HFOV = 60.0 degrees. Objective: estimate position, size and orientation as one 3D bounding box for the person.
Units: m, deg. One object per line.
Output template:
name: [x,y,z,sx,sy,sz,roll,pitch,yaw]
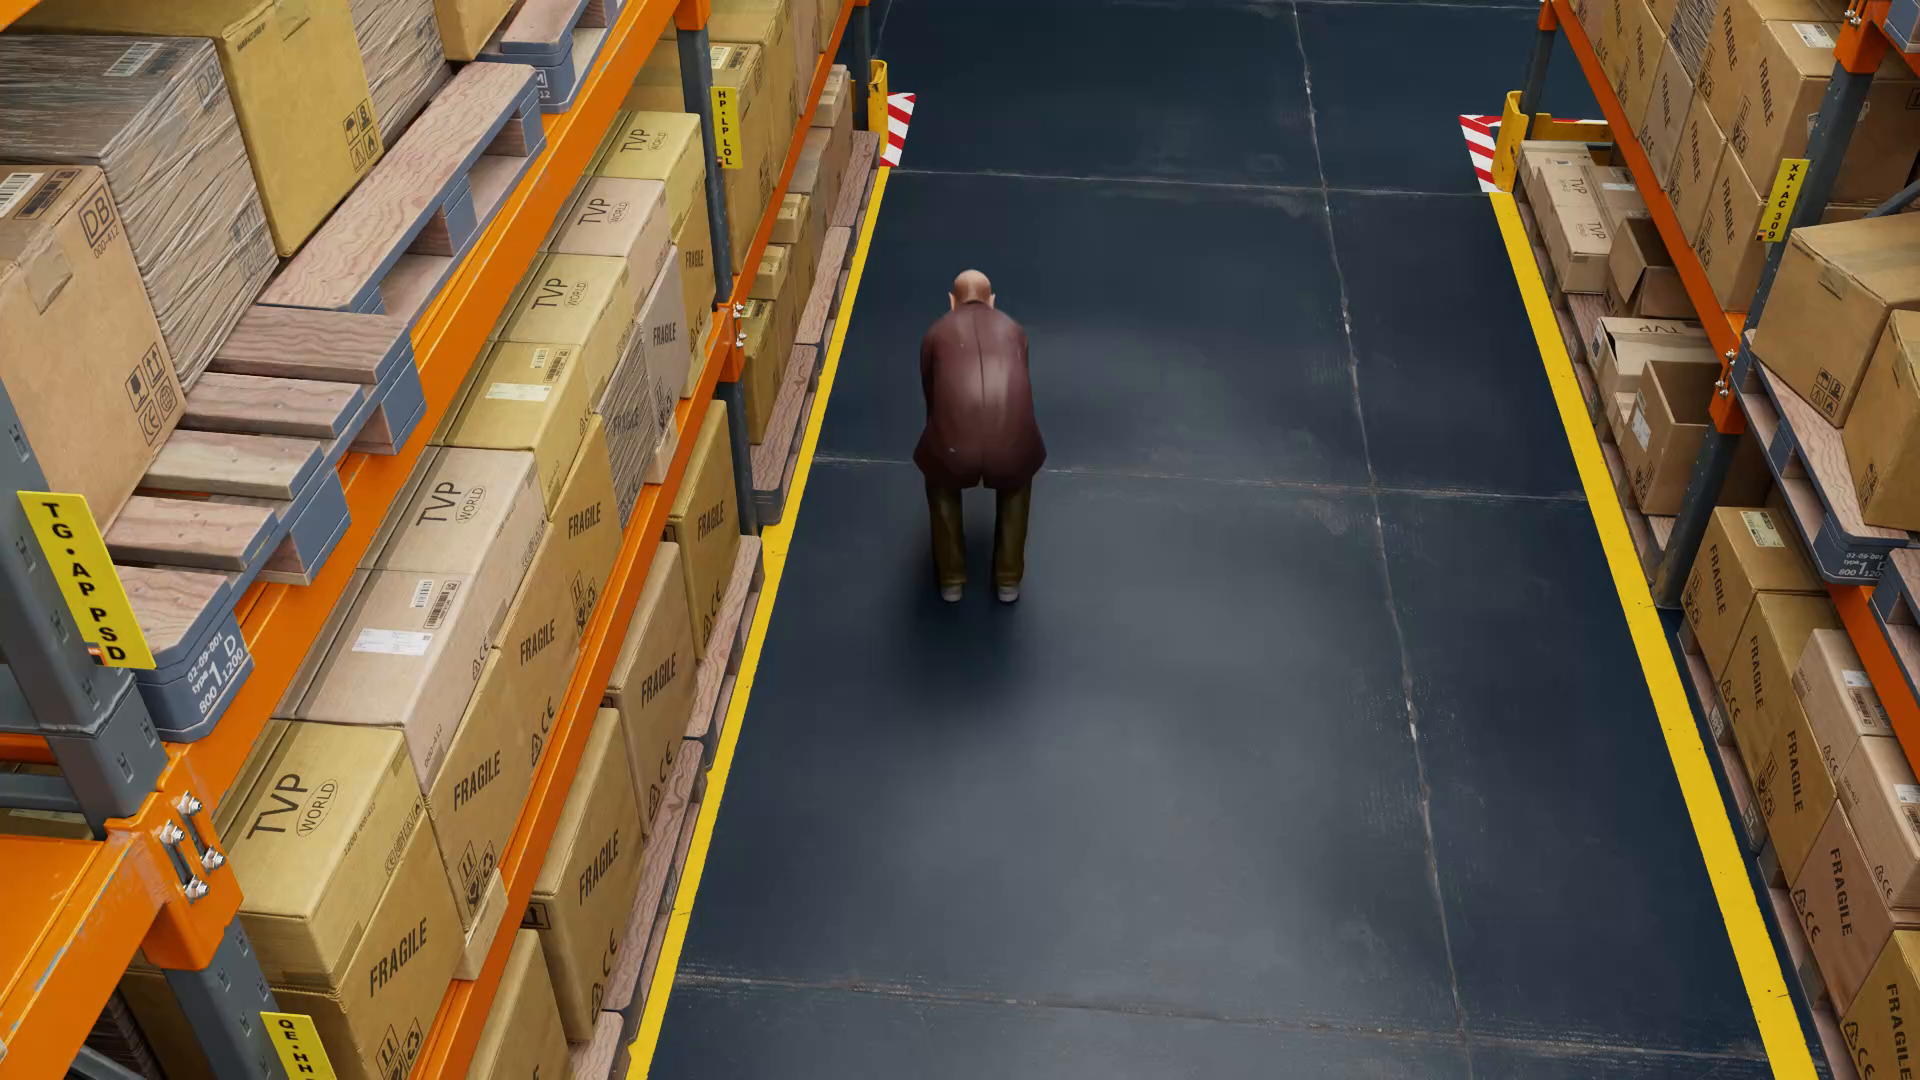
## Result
person: [0.077,-0.435,7.146,0.563,1.204,0.939,-1,40,-2]
